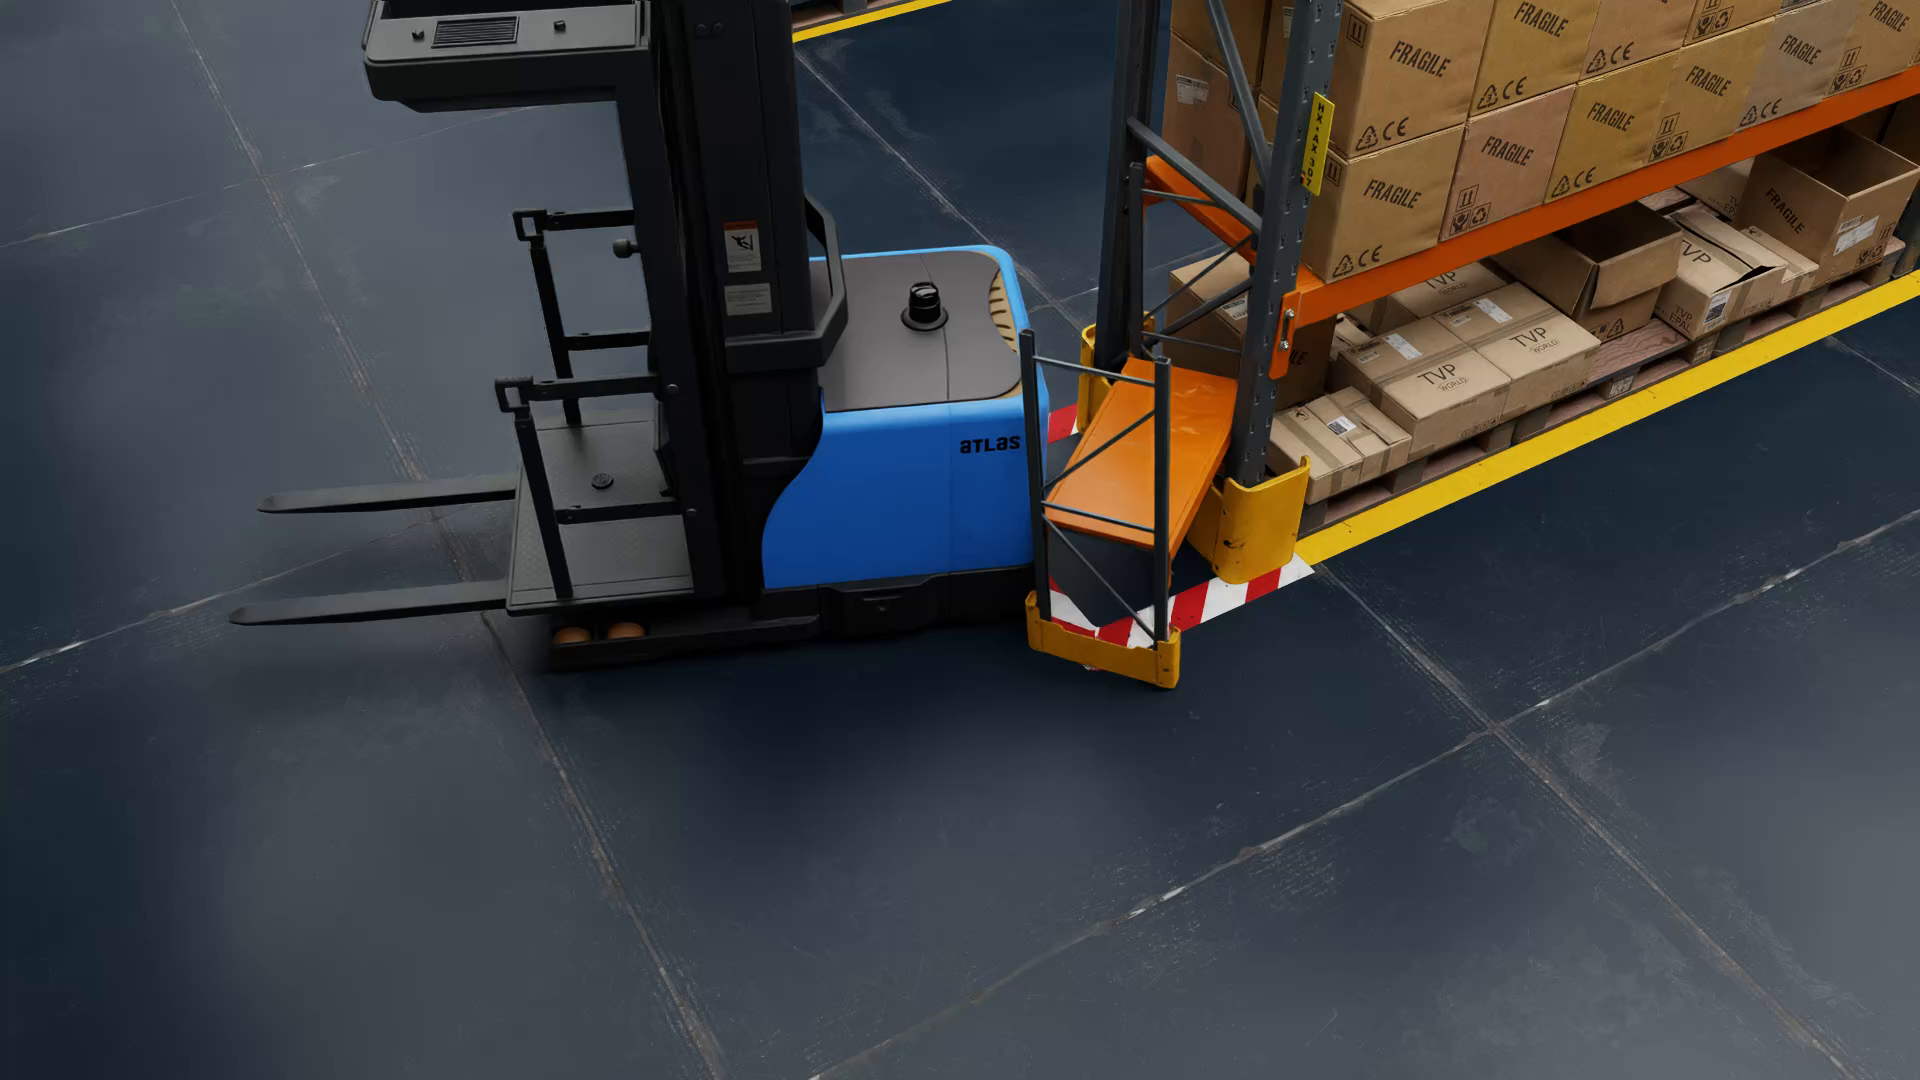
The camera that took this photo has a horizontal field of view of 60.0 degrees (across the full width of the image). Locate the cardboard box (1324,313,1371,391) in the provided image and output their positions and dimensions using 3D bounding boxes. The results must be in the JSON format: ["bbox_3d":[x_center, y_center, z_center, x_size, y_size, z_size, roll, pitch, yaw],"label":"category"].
[{"bbox_3d":[1.602,-0.834,7.174,0.250,0.166,0.380,-22,48,-21],"label":"cardboard box"}]

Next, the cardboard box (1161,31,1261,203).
[{"bbox_3d":[1.110,-1.625,6.199,0.500,0.500,0.500,-20,48,-20],"label":"cardboard box"}]

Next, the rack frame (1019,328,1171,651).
[{"bbox_3d":[0.479,-0.076,5.739,0.500,1.500,0.032,15,48,20],"label":"rack frame"}]

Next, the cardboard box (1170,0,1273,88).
[{"bbox_3d":[1.106,-1.984,5.851,0.500,0.500,0.500,-22,48,-21],"label":"cardboard box"}]

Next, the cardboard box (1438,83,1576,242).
[{"bbox_3d":[1.818,-1.482,6.051,0.500,0.500,0.500,-22,48,-21],"label":"cardboard box"}]

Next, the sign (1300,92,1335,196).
[{"bbox_3d":[1.127,-1.252,5.265,0.005,0.325,0.100,-22,48,-21],"label":"sign"}]

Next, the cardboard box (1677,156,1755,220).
[{"bbox_3d":[3.854,-1.835,8.102,0.500,0.311,0.500,-22,48,-21],"label":"cardboard box"}]

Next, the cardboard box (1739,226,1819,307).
[{"bbox_3d":[3.677,-1.256,7.622,0.250,0.149,0.380,-22,48,-21],"label":"cardboard box"}]

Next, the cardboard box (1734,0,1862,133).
[{"bbox_3d":[3.129,-2.005,6.590,0.500,0.500,0.500,-21,48,-20],"label":"cardboard box"}]

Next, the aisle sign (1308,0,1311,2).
[{"bbox_3d":[0.944,-2.001,4.791,0.004,0.787,0.394,-22,48,-21],"label":"aisle sign"}]

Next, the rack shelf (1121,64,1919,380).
[{"bbox_3d":[2.591,-1.705,6.869,4.000,0.370,1.077,-22,48,-21],"label":"rack shelf"}]

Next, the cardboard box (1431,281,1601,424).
[{"bbox_3d":[2.337,-0.805,7.084,0.500,0.250,0.500,-22,48,-21],"label":"cardboard box"}]

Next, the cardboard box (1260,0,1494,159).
[{"bbox_3d":[1.373,-1.659,5.515,0.500,0.500,0.500,-20,48,-20],"label":"cardboard box"}]

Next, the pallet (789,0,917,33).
[{"bbox_3d":[-0.873,-3.524,10.229,1.213,0.211,1.003,-22,48,-21],"label":"pallet"}]

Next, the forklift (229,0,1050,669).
[{"bbox_3d":[-1.234,-0.959,5.634,3.031,2.935,1.130,-5,44,-5],"label":"forklift"}]

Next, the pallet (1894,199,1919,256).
[{"bbox_3d":[5.012,-1.961,8.619,1.213,0.211,1.003,-22,48,-21],"label":"pallet"}]

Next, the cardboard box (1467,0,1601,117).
[{"bbox_3d":[1.823,-1.844,5.707,0.500,0.500,0.500,-21,48,-21],"label":"cardboard box"}]

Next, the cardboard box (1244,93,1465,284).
[{"bbox_3d":[1.373,-1.300,5.864,0.500,0.500,0.500,-21,48,-20],"label":"cardboard box"}]

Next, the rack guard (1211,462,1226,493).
[{"bbox_3d":[0.937,-0.292,6.801,0.587,0.250,0.087,15,48,20],"label":"rack guard"}]

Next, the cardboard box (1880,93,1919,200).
[{"bbox_3d":[4.866,-1.938,8.073,0.500,0.500,0.500,-24,49,-23],"label":"cardboard box"}]

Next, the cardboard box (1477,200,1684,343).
[{"bbox_3d":[2.699,-1.264,7.375,0.637,0.503,0.797,-22,48,-21],"label":"cardboard box"}]

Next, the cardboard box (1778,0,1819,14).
[{"bbox_3d":[3.136,-2.366,6.244,0.500,0.500,0.500,-21,48,-21],"label":"cardboard box"}]

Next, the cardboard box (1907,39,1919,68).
[{"bbox_3d":[4.020,-2.364,6.961,0.500,0.500,0.500,-21,48,-20],"label":"cardboard box"}]

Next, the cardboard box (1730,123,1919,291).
[{"bbox_3d":[3.973,-1.549,7.671,0.500,0.500,0.500,-22,48,-21],"label":"cardboard box"}]

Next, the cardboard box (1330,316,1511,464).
[{"bbox_3d":[1.903,-0.631,6.905,0.500,0.250,0.500,-22,48,-21],"label":"cardboard box"}]

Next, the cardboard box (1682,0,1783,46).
[{"bbox_3d":[2.699,-2.192,6.065,0.500,0.500,0.500,-22,48,-21],"label":"cardboard box"}]

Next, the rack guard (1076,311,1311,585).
[{"bbox_3d":[0.923,-0.398,6.802,0.348,0.500,1.175,-22,48,-21],"label":"rack guard"}]

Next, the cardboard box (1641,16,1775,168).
[{"bbox_3d":[2.689,-1.827,6.407,0.500,0.500,0.500,-21,48,-20],"label":"cardboard box"}]

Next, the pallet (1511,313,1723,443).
[{"bbox_3d":[2.670,-0.992,7.621,1.213,0.211,1.003,-22,48,-21],"label":"pallet"}]

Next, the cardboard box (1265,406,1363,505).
[{"bbox_3d":[1.391,-0.342,6.679,0.250,0.149,0.380,-22,48,-21],"label":"cardboard box"}]

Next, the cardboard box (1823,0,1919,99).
[{"bbox_3d":[3.573,-2.185,6.776,0.500,0.500,0.500,-21,48,-20],"label":"cardboard box"}]

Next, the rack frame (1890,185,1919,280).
[{"bbox_3d":[4.325,-2.657,7.334,0.127,3.000,1.000,-22,48,-21],"label":"rack frame"}]

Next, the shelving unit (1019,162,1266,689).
[{"bbox_3d":[0.683,-0.407,6.052,0.587,1.500,1.083,15,48,20],"label":"shelving unit"}]

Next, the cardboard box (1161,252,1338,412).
[{"bbox_3d":[1.206,-0.867,6.969,0.500,0.500,0.500,-22,48,-21],"label":"cardboard box"}]

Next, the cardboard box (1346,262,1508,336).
[{"bbox_3d":[2.044,-1.089,7.377,0.500,0.250,0.500,-22,48,-21],"label":"cardboard box"}]

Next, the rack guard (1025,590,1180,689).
[{"bbox_3d":[0.528,0.368,6.176,0.587,0.250,0.087,15,48,20],"label":"rack guard"}]

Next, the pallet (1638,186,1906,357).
[{"bbox_3d":[3.729,-1.418,8.060,1.213,0.211,1.003,-22,48,-21],"label":"pallet"}]

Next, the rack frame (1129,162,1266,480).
[{"bbox_3d":[0.895,-0.749,6.376,0.500,1.500,0.032,15,48,20],"label":"rack frame"}]

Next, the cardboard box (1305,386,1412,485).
[{"bbox_3d":[1.608,-0.435,6.763,0.250,0.166,0.380,-22,48,-21],"label":"cardboard box"}]

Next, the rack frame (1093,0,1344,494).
[{"bbox_3d":[0.857,-1.269,5.904,0.127,3.000,1.000,-22,48,-21],"label":"rack frame"}]

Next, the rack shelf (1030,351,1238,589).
[{"bbox_3d":[0.701,-0.285,6.183,0.538,0.185,1.000,15,48,20],"label":"rack shelf"}]

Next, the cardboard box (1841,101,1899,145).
[{"bbox_3d":[4.610,-2.262,8.406,0.500,0.500,0.500,-22,48,-21],"label":"cardboard box"}]

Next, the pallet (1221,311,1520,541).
[{"bbox_3d":[1.614,-0.572,7.188,1.213,0.211,1.003,-22,48,-21],"label":"pallet"}]

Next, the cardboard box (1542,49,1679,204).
[{"bbox_3d":[2.254,-1.654,6.229,0.500,0.500,0.500,-22,48,-21],"label":"cardboard box"}]

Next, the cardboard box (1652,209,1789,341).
[{"bbox_3d":[3.322,-1.221,7.469,0.500,0.311,0.500,-22,48,-21],"label":"cardboard box"}]

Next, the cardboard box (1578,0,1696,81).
[{"bbox_3d":[2.259,-2.015,5.883,0.500,0.500,0.500,-21,48,-20],"label":"cardboard box"}]
